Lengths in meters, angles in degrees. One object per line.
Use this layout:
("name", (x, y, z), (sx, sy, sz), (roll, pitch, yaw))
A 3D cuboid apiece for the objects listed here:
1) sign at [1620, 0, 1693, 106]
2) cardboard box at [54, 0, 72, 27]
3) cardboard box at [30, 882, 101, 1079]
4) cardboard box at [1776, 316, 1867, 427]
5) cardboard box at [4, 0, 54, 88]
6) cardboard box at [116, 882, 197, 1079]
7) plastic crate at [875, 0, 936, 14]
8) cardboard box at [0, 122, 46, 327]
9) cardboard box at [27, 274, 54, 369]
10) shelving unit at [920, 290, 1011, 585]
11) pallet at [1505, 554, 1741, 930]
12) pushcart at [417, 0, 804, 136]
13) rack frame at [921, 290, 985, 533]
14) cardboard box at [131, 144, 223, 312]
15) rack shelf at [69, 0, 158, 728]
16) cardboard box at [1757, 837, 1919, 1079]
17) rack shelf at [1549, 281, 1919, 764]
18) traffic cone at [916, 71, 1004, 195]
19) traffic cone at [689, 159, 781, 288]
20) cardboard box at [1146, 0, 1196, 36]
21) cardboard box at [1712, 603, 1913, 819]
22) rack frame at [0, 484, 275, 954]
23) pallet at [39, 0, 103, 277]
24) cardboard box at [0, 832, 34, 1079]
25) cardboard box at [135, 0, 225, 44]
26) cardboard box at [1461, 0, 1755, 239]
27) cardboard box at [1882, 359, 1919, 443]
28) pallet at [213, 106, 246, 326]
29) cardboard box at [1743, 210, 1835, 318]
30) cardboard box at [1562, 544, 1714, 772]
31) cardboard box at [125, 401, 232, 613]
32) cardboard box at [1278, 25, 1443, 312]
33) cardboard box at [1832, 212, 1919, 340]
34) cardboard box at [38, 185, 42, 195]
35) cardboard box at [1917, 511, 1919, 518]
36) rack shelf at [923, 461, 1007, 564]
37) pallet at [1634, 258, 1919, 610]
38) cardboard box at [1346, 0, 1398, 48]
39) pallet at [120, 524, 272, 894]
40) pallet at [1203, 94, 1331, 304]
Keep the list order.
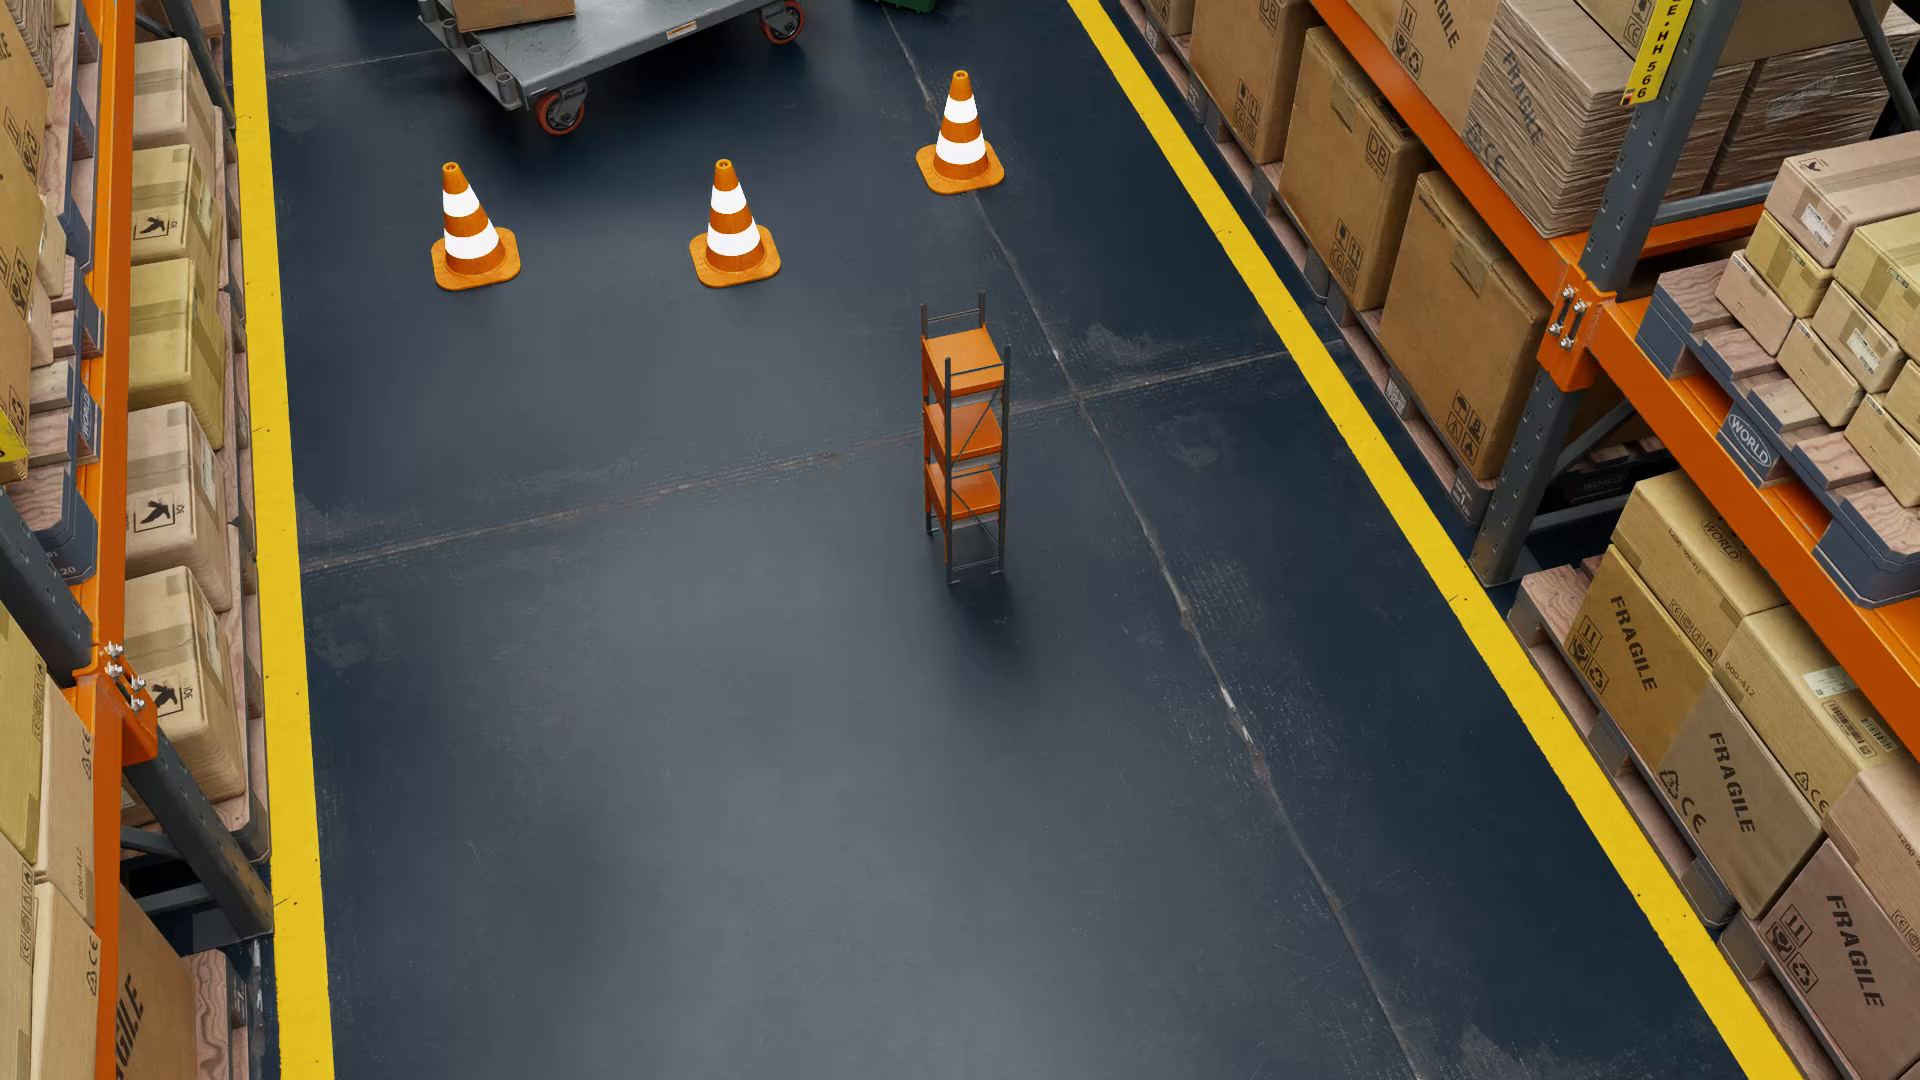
("sign", (1.699, -1.202, 4.044), (0.100, 0.325, 0.005), (-13, 51, -11))
("cardboard box", (-2.949, -1.677, 5.092), (0.380, 0.149, 0.250), (-13, 51, -11))
("cardboard box", (-1.907, 0.965, 3.072), (0.500, 0.250, 0.500), (-12, 51, -10))
("cardboard box", (2.247, -0.442, 4.051), (0.380, 0.149, 0.250), (-11, 51, -9))
("cardboard box", (-2.847, -1.540, 4.552), (0.500, 0.500, 0.500), (-15, 52, -12))
("cardboard box", (-2.345, 1.309, 3.799), (0.875, 0.875, 0.875), (-14, 51, -11))
("plastic crate", (-0.257, -2.821, 7.968), (0.450, 0.188, 0.662), (16, 51, 0))
("cardboard box", (-2.543, -0.787, 3.917), (0.500, 0.500, 0.500), (-11, 51, -9))
("cardboard box", (-2.477, -0.521, 4.117), (0.380, 0.149, 0.250), (-16, 52, -13))
("shelving unit", (0.016, -0.299, 5.316), (0.215, 1.050, 0.252), (-13, 51, -11))
("pallet", (2.458, 0.514, 5.179), (1.003, 0.211, 1.213), (-13, 51, -11))
("pushcart", (-1.490, -2.392, 7.519), (1.648, 0.377, 0.936), (-30, 56, -23))
("rack frame", (-0.020, -0.388, 5.391), (0.200, 1.050, 0.008), (-13, 51, -11))
("cardboard box", (-3.280, -1.066, 6.131), (0.950, 0.372, 0.625), (-10, 51, -9))
("rack shelf", (-3.062, -0.992, 5.095), (1.077, 0.370, 4.000), (-13, 51, -11))
("cardboard box", (2.502, 1.029, 4.281), (0.500, 0.500, 0.500), (-14, 51, -12))
("rack shelf", (2.820, 0.736, 3.638), (1.077, 0.370, 4.000), (-13, 51, -11))
("traffic cone", (0.000, -1.739, 6.914), (0.336, 0.463, 0.334), (-13, 51, -11))
("traffic cone", (-0.908, -1.292, 6.537), (0.336, 0.463, 0.334), (-13, 51, -11))
("cardboard box", (1.315, -2.855, 7.392), (1.050, 0.750, 0.750), (-14, 51, -11))
("cardboard box", (2.351, 0.401, 4.320), (0.500, 0.250, 0.500), (-14, 51, -11))
("rack frame", (-2.470, 0.237, 3.589), (1.000, 3.000, 0.127), (-13, 51, -11))
("pallet", (-3.095, -1.138, 4.873), (1.003, 0.211, 1.213), (-13, 51, -11))
("cardboard box", (-1.929, 0.794, 2.890), (0.500, 0.250, 0.500), (-14, 51, -12))
("cardboard box", (-3.570, -2.426, 7.357), (0.500, 0.250, 0.500), (-15, 52, -13))
("cardboard box", (1.839, -1.257, 4.782), (0.500, 0.500, 0.500), (-13, 51, -11))
("cardboard box", (2.344, -0.316, 3.750), (0.380, 0.149, 0.250), (-15, 51, -12))
("pallet", (-3.422, -1.218, 6.638), (1.003, 0.211, 1.213), (-13, 51, -11))
("cardboard box", (2.180, -0.708, 4.080), (0.380, 0.149, 0.250), (-11, 51, -9))
("cardboard box", (2.194, 0.288, 4.905), (0.500, 0.500, 0.500), (-15, 52, -13))
("cardboard box", (-2.854, -0.004, 5.235), (0.950, 0.372, 0.625), (-14, 51, -12))
("cardboard box", (1.873, -1.469, 6.224), (1.050, 0.750, 0.750), (-13, 51, -10))
("cardboard box", (2.262, -0.625, 3.816), (0.380, 0.149, 0.250), (-15, 51, -12))
("cardboard box", (-2.685, -0.885, 4.424), (0.380, 0.149, 0.250), (-11, 51, -9))
("cardboard box", (2.409, -0.049, 3.719), (0.380, 0.149, 0.250), (-11, 51, -9))
("rack shelf", (0.016, -0.113, 5.536), (0.215, 0.259, 0.240), (-13, 51, -11))
("pallet", (2.541, -0.398, 4.249), (1.213, 0.211, 1.003), (-13, 51, -11))
("cardboard box", (1.545, -1.987, 5.397), (0.500, 0.500, 0.500), (-14, 51, -12))
("pallet", (-2.700, 0.564, 5.136), (1.003, 0.211, 1.213), (-13, 51, -11))
("pallet", (1.710, -1.540, 6.910), (1.003, 0.211, 1.213), (-13, 51, -11))
